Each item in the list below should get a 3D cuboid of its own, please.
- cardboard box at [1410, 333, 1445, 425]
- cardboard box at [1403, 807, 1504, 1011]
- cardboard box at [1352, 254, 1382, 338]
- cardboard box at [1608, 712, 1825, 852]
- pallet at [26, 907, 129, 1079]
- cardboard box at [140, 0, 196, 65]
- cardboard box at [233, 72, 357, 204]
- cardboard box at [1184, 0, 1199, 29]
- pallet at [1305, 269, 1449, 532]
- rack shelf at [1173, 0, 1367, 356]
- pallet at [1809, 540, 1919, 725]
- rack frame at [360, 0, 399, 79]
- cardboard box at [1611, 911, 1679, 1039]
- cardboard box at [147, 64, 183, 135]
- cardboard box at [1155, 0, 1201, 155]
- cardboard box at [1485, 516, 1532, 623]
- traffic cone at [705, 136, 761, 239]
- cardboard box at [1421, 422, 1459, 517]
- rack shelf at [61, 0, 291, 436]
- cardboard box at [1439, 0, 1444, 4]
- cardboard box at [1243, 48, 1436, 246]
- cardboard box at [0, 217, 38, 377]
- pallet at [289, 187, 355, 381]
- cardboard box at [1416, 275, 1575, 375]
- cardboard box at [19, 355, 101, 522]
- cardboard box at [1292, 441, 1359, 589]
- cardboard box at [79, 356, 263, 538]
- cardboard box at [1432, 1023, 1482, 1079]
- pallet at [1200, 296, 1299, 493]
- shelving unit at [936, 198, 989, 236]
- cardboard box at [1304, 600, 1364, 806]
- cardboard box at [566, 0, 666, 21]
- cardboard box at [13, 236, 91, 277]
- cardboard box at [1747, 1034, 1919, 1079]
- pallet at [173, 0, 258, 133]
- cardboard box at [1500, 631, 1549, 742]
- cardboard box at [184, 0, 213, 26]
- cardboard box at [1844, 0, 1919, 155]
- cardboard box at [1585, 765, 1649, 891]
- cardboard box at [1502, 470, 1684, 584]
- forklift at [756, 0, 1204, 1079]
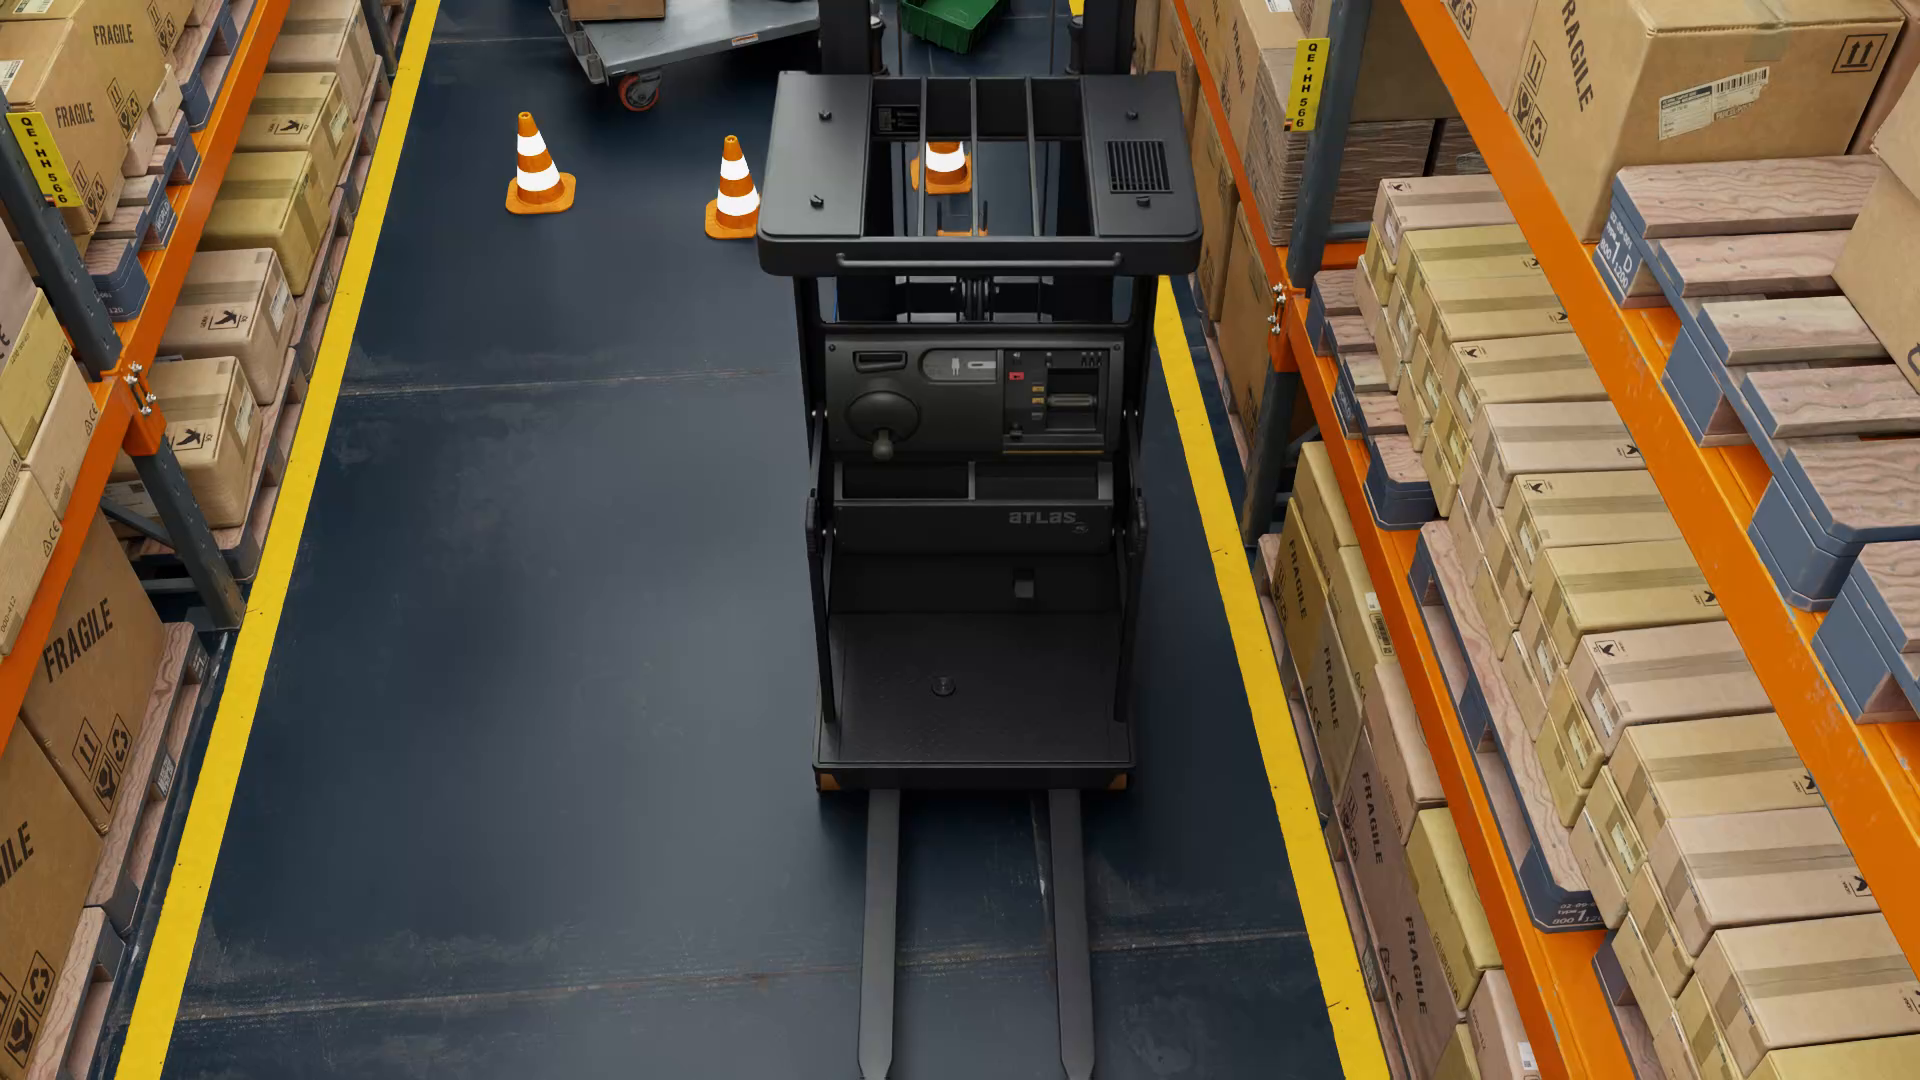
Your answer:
[{"bbox_3d":[1.536,-0.479,4.817,0.380,0.149,0.250,-5,47,-5],"label":"cardboard box"},{"bbox_3d":[1.577,1.004,4.649,0.500,0.250,0.500,-5,47,-5],"label":"cardboard box"},{"bbox_3d":[1.481,-0.792,5.318,0.380,0.149,0.250,-4,47,-4],"label":"cardboard box"},{"bbox_3d":[1.669,0.534,3.653,0.380,0.149,0.250,-5,47,-5],"label":"cardboard box"},{"bbox_3d":[-3.189,1.719,4.977,1.003,0.211,1.213,-3,47,-3],"label":"pallet"},{"bbox_3d":[-3.188,-2.077,6.088,0.500,0.500,0.500,-3,47,-3],"label":"cardboard box"},{"bbox_3d":[-3.504,-1.931,8.034,0.950,0.372,0.625,-1,47,-1],"label":"cardboard box"},{"bbox_3d":[1.210,-2.507,6.989,0.500,0.500,0.500,-3,47,-3],"label":"cardboard box"},{"bbox_3d":[1.811,-0.495,5.285,1.213,0.211,1.003,-3,47,-3],"label":"pallet"},{"bbox_3d":[1.477,-2.269,7.329,1.077,0.370,4.000,-3,47,-3],"label":"rack shelf"},{"bbox_3d":[2.034,0.404,2.365,1.213,0.211,1.003,-3,47,-3],"label":"pallet"},{"bbox_3d":[-3.614,-3.590,8.084,1.000,3.000,0.127,-3,47,-3],"label":"rack frame"},{"bbox_3d":[1.687,0.941,3.676,0.380,0.149,0.250,-6,47,-5],"label":"cardboard box"},{"bbox_3d":[-3.091,-1.608,6.091,0.380,0.149,0.250,-3,47,-3],"label":"cardboard box"},{"bbox_3d":[1.529,-2.193,8.021,1.050,0.750,0.750,-3,47,-3],"label":"cardboard box"},{"bbox_3d":[1.594,0.064,4.303,0.380,0.149,0.250,-4,47,-4],"label":"cardboard box"},{"bbox_3d":[-1.095,-1.756,8.095,0.336,0.463,0.334,-3,47,-3],"label":"traffic cone"},{"bbox_3d":[1.551,-0.207,4.764,0.380,0.149,0.250,-2,47,-1],"label":"cardboard box"},{"bbox_3d":[-3.447,-1.895,6.975,1.077,0.370,4.000,-3,47,-3],"label":"rack shelf"},{"bbox_3d":[1.427,-1.706,4.165,0.500,0.500,0.500,-3,47,-3],"label":"cardboard box"},{"bbox_3d":[1.340,-1.414,5.954,0.500,0.500,0.500,-3,47,-3],"label":"cardboard box"},{"bbox_3d":[-2.975,-0.716,4.604,0.500,0.500,0.500,-5,47,-4],"label":"cardboard box"},{"bbox_3d":[-3.442,-1.183,7.725,1.003,0.211,1.213,-3,47,-3],"label":"pallet"},{"bbox_3d":[1.532,-0.614,4.740,0.380,0.149,0.250,-4,47,-4],"label":"cardboard box"},{"bbox_3d":[-2.978,-0.294,5.066,0.500,0.250,0.500,-5,47,-5],"label":"cardboard box"},{"bbox_3d":[1.461,-0.099,5.694,0.500,0.250,0.500,-5,47,-5],"label":"cardboard box"},{"bbox_3d":[-3.317,-0.346,6.532,0.950,0.372,0.625,-6,47,-6],"label":"cardboard box"},{"bbox_3d":[1.624,1.648,4.556,0.500,0.500,0.500,-4,47,-4],"label":"cardboard box"},{"bbox_3d":[1.654,-0.686,7.254,1.003,0.211,1.213,-3,47,-3],"label":"pallet"},{"bbox_3d":[0.010,-0.900,6.879,0.215,1.050,0.252,0,47,0],"label":"shelving unit"},{"bbox_3d":[1.495,0.536,5.609,0.500,0.500,0.500,-3,47,-3],"label":"cardboard box"},{"bbox_3d":[-1.843,-3.121,8.840,0.500,0.500,0.500,-3,47,-3],"label":"cardboard box"},{"bbox_3d":[-3.121,-1.000,5.515,0.380,0.149,0.250,-6,47,-6],"label":"cardboard box"},{"bbox_3d":[1.728,1.089,3.127,0.380,0.149,0.250,-5,47,-4],"label":"cardboard box"},{"bbox_3d":[-3.486,-2.060,6.767,1.003,0.211,1.213,-3,47,-3],"label":"pallet"},{"bbox_3d":[1.615,0.356,4.231,0.380,0.149,0.250,-5,47,-5],"label":"cardboard box"},{"bbox_3d":[-3.208,-2.173,6.625,0.380,0.149,0.250,-2,47,-2],"label":"cardboard box"},{"bbox_3d":[2.038,-1.015,3.510,0.500,0.500,0.500,-3,47,-3],"label":"cardboard box"},{"bbox_3d":[1.661,0.632,3.764,0.380,0.149,0.250,-6,47,-5],"label":"cardboard box"},{"bbox_3d":[1.602,-0.035,4.192,0.380,0.149,0.250,-2,47,-2],"label":"cardboard box"},{"bbox_3d":[0.048,-0.351,5.063,1.130,2.935,3.031,0,47,0],"label":"forklift"}]
